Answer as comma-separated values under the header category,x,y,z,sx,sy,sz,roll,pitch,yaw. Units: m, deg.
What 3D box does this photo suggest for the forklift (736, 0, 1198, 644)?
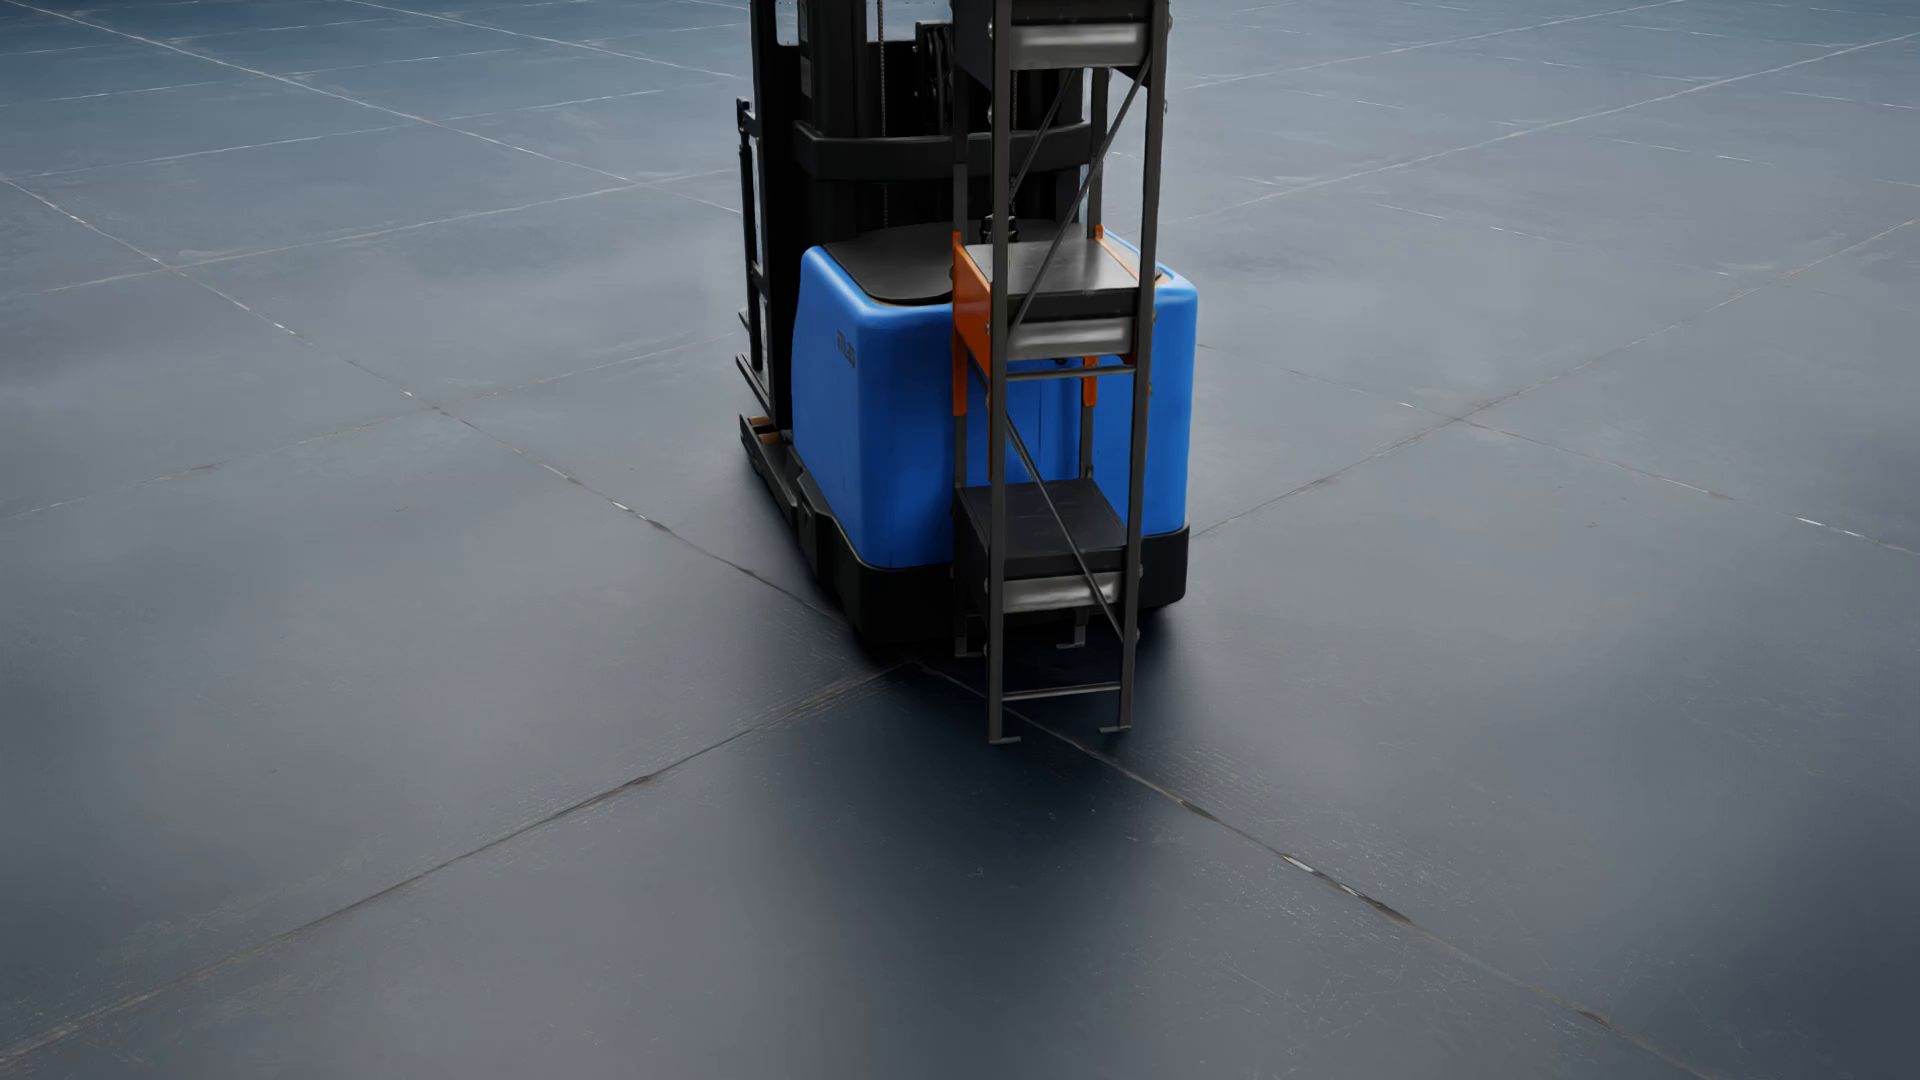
category,x,y,z,sx,sy,sz,roll,pitch,yaw
forklift,-0.218,-1.614,5.757,1.130,2.935,3.031,-7,26,-16

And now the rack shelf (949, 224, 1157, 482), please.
category,x,y,z,sx,sy,sz,roll,pitch,yaw
rack shelf,0.228,-0.499,4.337,0.431,0.518,0.480,-5,26,-10

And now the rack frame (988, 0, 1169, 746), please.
category,x,y,z,sx,sy,sz,roll,pitch,yaw
rack frame,0.275,-0.409,4.115,0.400,2.100,0.015,-5,26,-10

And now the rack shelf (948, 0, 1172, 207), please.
category,x,y,z,sx,sy,sz,roll,pitch,yaw
rack shelf,0.228,-1.132,4.038,0.431,0.518,0.480,-5,26,-10

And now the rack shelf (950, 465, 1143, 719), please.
category,x,y,z,sx,sy,sz,roll,pitch,yaw
rack shelf,0.228,0.134,4.636,0.431,0.518,0.480,-5,26,-10

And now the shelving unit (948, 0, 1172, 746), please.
category,x,y,z,sx,sy,sz,roll,pitch,yaw
shelving unit,0.228,-0.511,4.331,0.431,2.100,0.503,-5,26,-10

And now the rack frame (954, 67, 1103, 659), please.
category,x,y,z,sx,sy,sz,roll,pitch,yaw
rack frame,0.181,-0.613,4.547,0.400,2.100,0.015,-5,26,-10
